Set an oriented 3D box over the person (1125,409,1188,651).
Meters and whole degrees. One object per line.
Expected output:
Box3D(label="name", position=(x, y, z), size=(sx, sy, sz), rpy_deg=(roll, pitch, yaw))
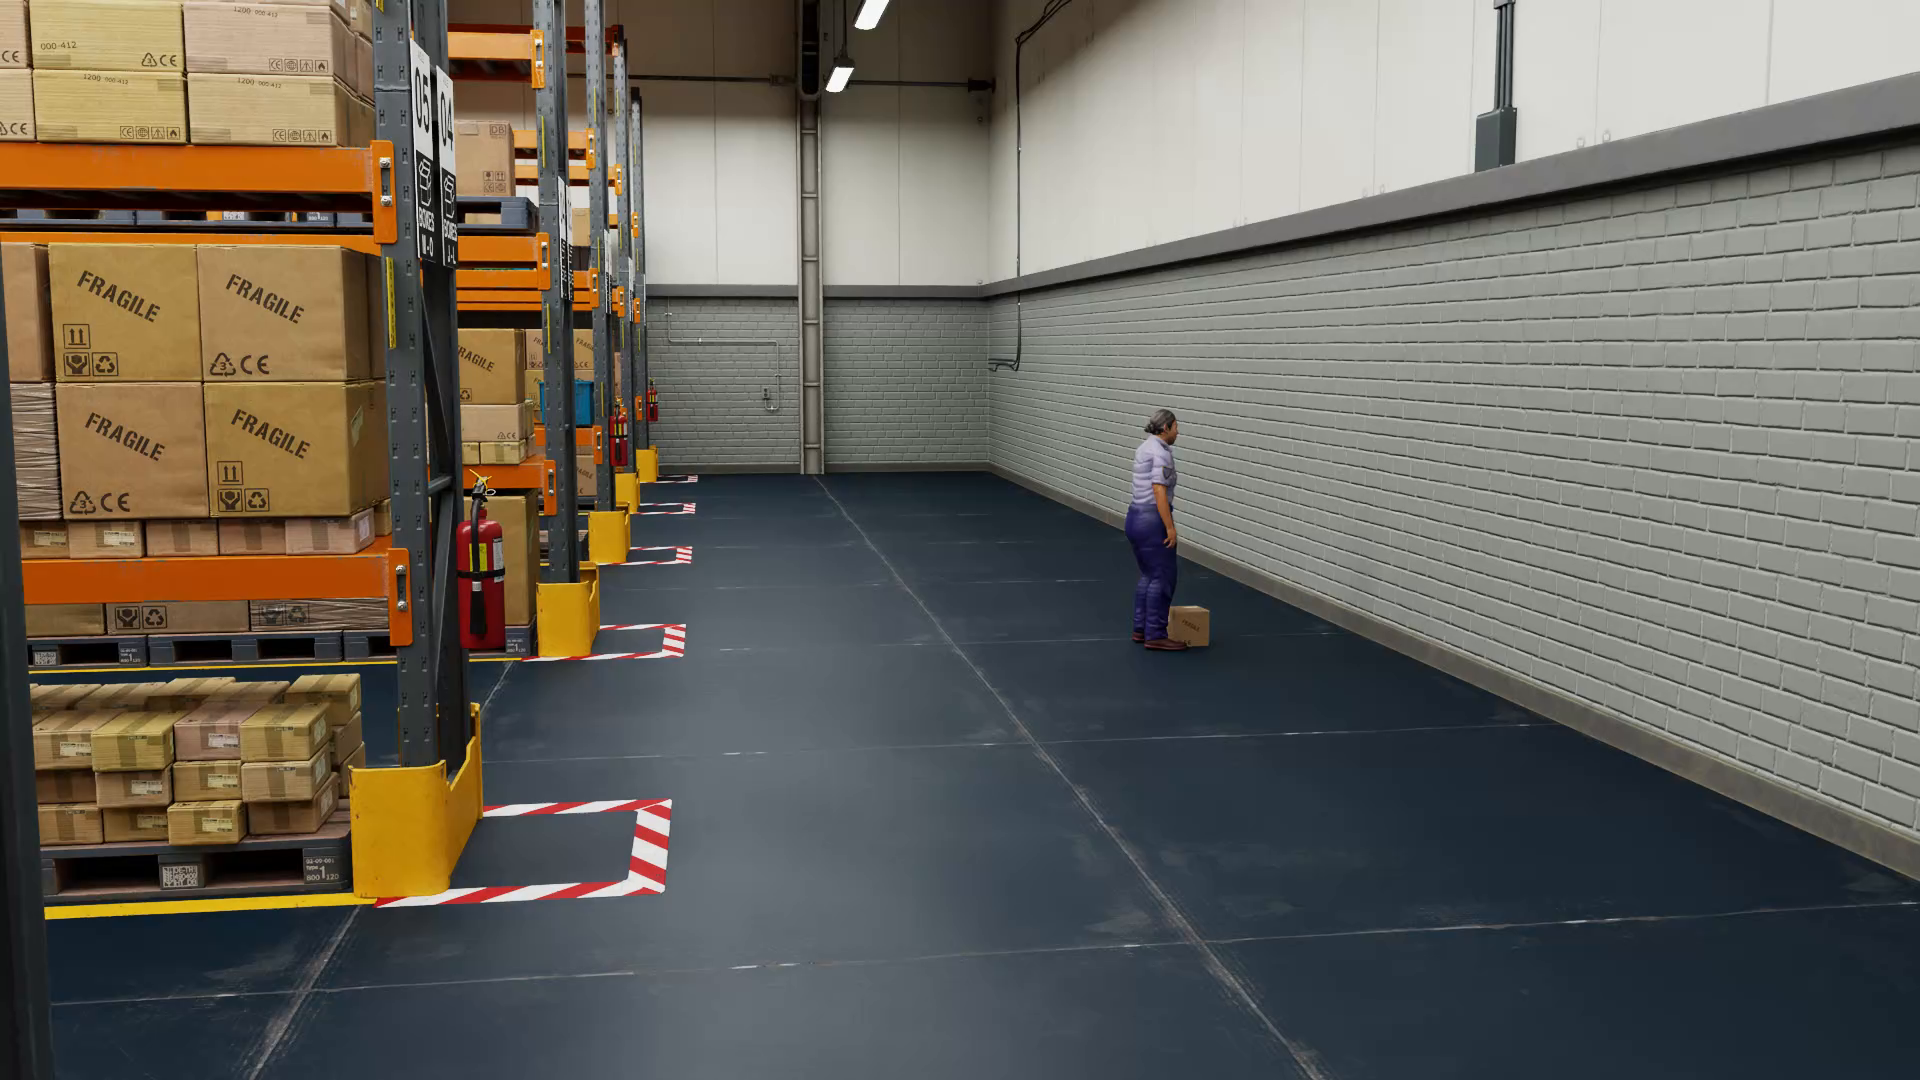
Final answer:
Box3D(label="person", position=(1.377, -0.084, 11.599), size=(0.335, 1.653, 0.563), rpy_deg=(-1, 7, -12))
